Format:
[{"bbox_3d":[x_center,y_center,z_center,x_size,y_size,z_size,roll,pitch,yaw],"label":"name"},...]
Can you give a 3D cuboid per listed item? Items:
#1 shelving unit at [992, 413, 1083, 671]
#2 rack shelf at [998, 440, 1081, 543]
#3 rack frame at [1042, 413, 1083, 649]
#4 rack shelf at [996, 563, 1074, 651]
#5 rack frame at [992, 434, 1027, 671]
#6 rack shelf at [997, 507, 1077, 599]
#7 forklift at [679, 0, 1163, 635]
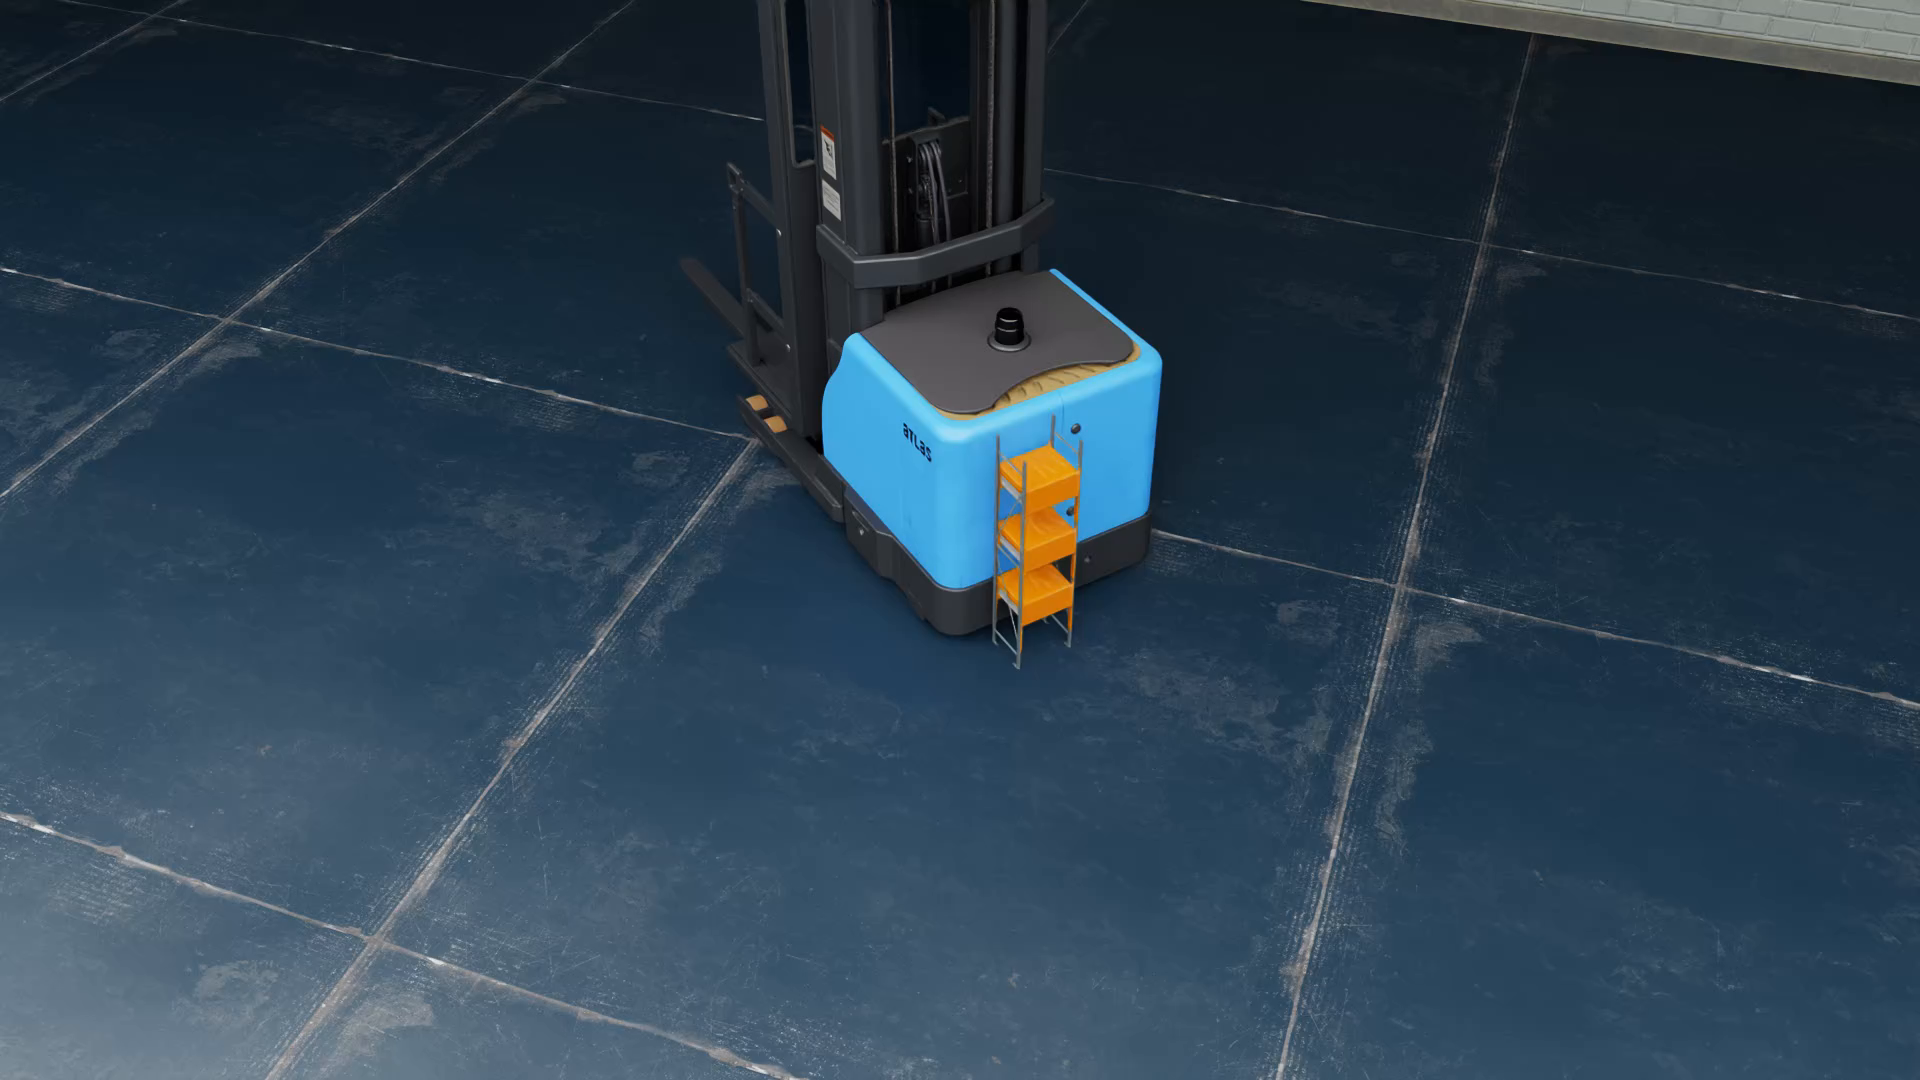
[{"bbox_3d":[0.290,0.025,6.411,0.252,1.050,0.215,-21,45,-23],"label":"shelving unit"},{"bbox_3d":[0.290,-0.182,6.234,0.240,0.259,0.215,-21,45,-23],"label":"rack shelf"},{"bbox_3d":[0.395,-0.016,6.459,0.008,1.050,0.200,-21,45,-23],"label":"rack frame"},{"bbox_3d":[0.290,0.245,6.599,0.240,0.259,0.215,-21,45,-23],"label":"rack shelf"},{"bbox_3d":[0.186,0.066,6.363,0.008,1.050,0.200,-21,45,-23],"label":"rack frame"},{"bbox_3d":[0.290,0.033,6.418,0.240,0.259,0.215,-21,45,-23],"label":"rack shelf"},{"bbox_3d":[-0.387,-1.668,6.946,1.130,2.935,3.031,-21,45,-23],"label":"forklift"}]
